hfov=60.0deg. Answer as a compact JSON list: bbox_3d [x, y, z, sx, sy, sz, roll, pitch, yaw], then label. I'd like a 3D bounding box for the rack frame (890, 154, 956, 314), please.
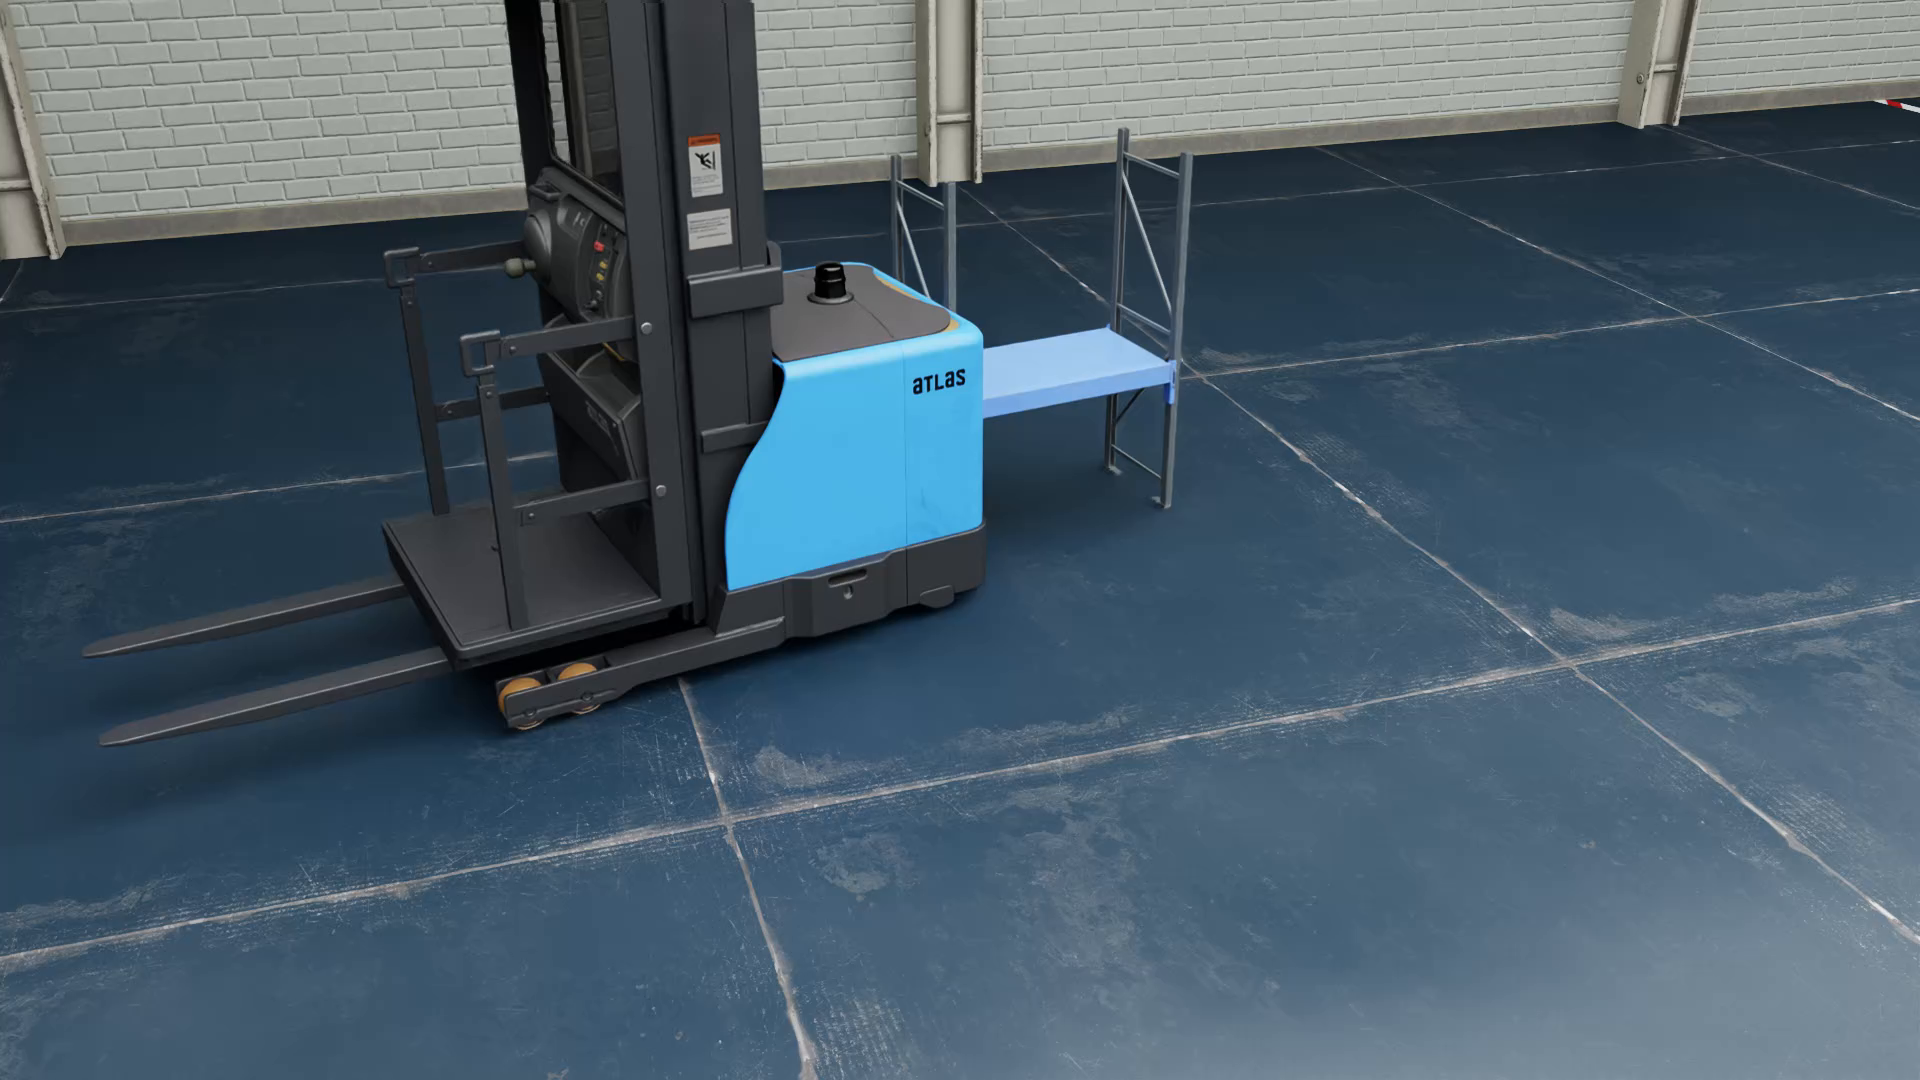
[{"bbox_3d":[-0.141,-0.702,6.478,0.032,1.500,0.500,-13,29,-24],"label":"rack frame"}]

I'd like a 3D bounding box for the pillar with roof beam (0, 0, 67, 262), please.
[{"bbox_3d":[-4.447,-3.981,4.649,0.400,9.000,9.100,-8,28,-16],"label":"pillar with roof beam"}]

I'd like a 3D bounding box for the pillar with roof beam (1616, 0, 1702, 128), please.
[{"bbox_3d":[6.963,-5.633,7.978,0.400,9.000,9.100,-8,28,-16],"label":"pillar with roof beam"}]

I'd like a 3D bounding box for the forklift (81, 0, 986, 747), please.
[{"bbox_3d":[-1.439,-0.956,5.380,3.031,2.935,1.130,-14,30,-26],"label":"forklift"}]

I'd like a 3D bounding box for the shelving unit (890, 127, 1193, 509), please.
[{"bbox_3d":[0.313,-0.804,6.683,1.048,1.500,0.538,-13,29,-24],"label":"shelving unit"}]

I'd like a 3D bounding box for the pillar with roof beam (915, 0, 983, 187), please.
[{"bbox_3d":[1.258,-4.807,6.313,0.400,9.000,9.100,-8,28,-16],"label":"pillar with roof beam"}]

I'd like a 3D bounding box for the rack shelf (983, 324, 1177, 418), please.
[{"bbox_3d":[0.313,-0.643,6.763,1.000,0.185,0.538,-13,29,-24],"label":"rack shelf"}]

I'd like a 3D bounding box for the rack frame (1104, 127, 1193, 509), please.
[{"bbox_3d":[0.767,-0.906,6.889,0.032,1.500,0.500,-13,29,-24],"label":"rack frame"}]
